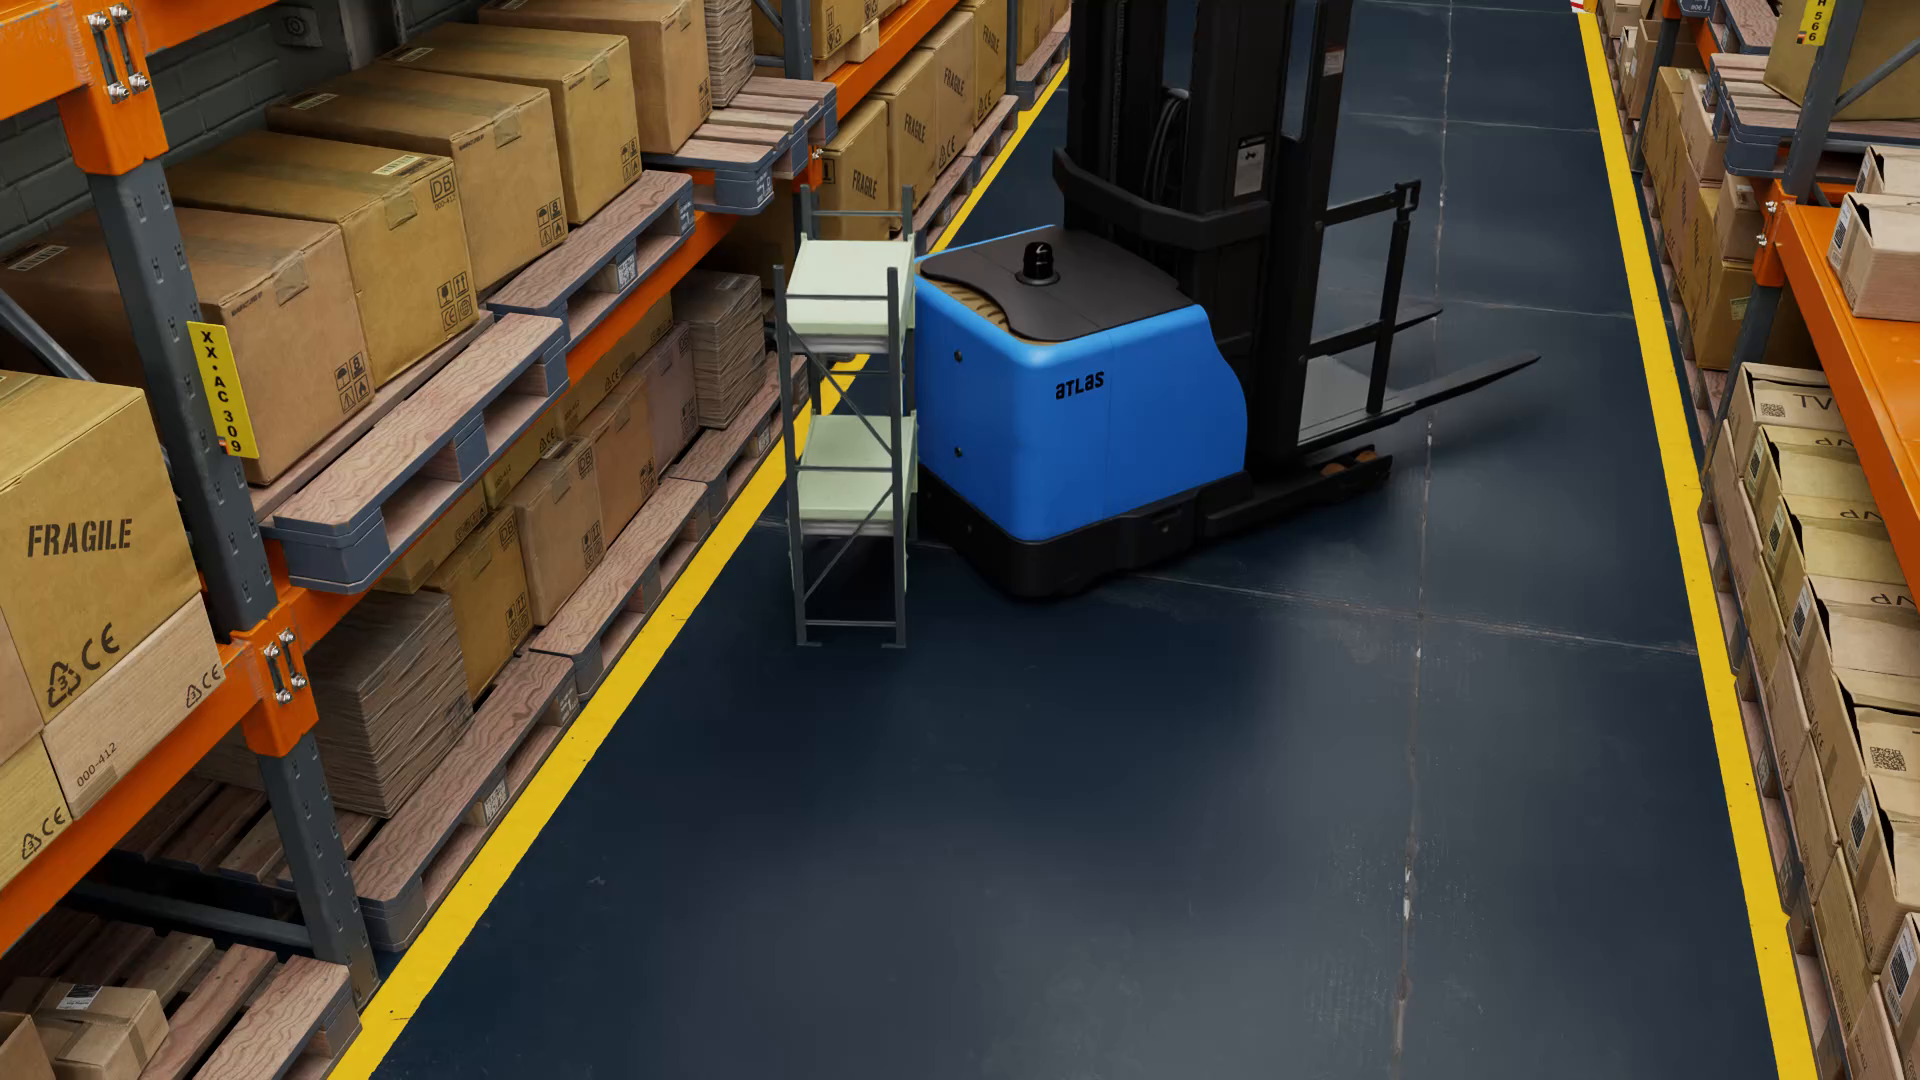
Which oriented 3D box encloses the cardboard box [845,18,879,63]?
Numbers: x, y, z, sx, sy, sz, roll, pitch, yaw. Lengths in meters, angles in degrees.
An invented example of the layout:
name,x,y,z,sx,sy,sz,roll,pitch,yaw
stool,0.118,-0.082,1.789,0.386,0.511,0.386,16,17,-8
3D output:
name,x,y,z,sx,sy,sz,roll,pitch,yaw
cardboard box,-0.607,-2.405,7.953,0.380,0.149,0.250,9,34,14

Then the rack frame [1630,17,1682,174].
name,x,y,z,sx,sy,sz,roll,pitch,yaw
rack frame,4.671,-3.511,9.477,1.000,3.000,0.127,8,33,12

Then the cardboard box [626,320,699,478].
name,x,y,z,sx,sy,sz,roll,pitch,yaw
cardboard box,-1.512,-0.606,6.828,0.700,0.500,0.500,8,33,12

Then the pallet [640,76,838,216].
name,x,y,z,sx,sy,sz,roll,pitch,yaw
pallet,-1.214,-1.642,6.716,1.213,0.211,1.003,8,33,12

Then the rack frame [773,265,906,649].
name,x,y,z,sx,sy,sz,roll,pitch,yaw
rack frame,-0.400,-0.241,5.731,0.400,1.500,0.023,1,32,2

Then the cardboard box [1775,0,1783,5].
name,x,y,z,sx,sy,sz,roll,pitch,yaw
cardboard box,4.283,-2.805,7.882,0.700,0.500,0.500,0,32,0

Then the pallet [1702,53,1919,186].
name,x,y,z,sx,sy,sz,roll,pitch,yaw
pallet,3.760,-1.715,6.831,1.213,0.211,1.003,8,33,12

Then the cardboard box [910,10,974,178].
name,x,y,z,sx,sy,sz,roll,pitch,yaw
cardboard box,-0.383,-2.637,9.714,0.750,0.750,0.750,9,34,14

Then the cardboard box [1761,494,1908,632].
name,x,y,z,sx,sy,sz,roll,pitch,yaw
cardboard box,2.983,0.081,5.475,0.500,0.311,0.500,7,33,11

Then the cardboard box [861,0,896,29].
name,x,y,z,sx,sy,sz,roll,pitch,yaw
cardboard box,-0.623,-2.772,7.925,0.500,0.500,0.500,9,34,14

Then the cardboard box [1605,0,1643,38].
name,x,y,z,sx,sy,sz,roll,pitch,yaw
cardboard box,5.020,-3.849,12.162,0.500,0.250,0.500,8,33,12

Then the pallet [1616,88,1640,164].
name,x,y,z,sx,sy,sz,roll,pitch,yaw
pallet,4.847,-2.690,10.785,1.003,0.211,1.213,8,33,12

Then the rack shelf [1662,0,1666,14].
name,x,y,z,sx,sy,sz,roll,pitch,yaw
rack shelf,5.179,-4.245,11.302,1.077,0.370,4.000,8,33,12

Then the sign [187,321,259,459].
name,x,y,z,sx,sy,sz,roll,pitch,yaw
sign,-1.624,-0.327,3.662,0.100,0.325,0.005,8,33,12

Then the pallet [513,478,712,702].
name,x,y,z,sx,sy,sz,roll,pitch,yaw
pallet,-1.647,0.106,6.387,1.003,0.211,1.213,8,33,12

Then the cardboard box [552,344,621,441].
name,x,y,z,sx,sy,sz,roll,pitch,yaw
cardboard box,-1.599,-0.619,6.149,0.500,0.250,0.500,8,33,12

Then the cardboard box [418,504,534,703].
name,x,y,z,sx,sy,sz,roll,pitch,yaw
cardboard box,-1.898,0.178,5.594,0.700,0.500,0.500,7,33,11

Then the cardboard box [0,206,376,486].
name,x,y,z,sx,sy,sz,roll,pitch,yaw
cardboard box,-1.989,-0.519,4.268,0.700,0.500,0.500,8,33,13

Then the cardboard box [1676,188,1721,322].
name,x,y,z,sx,sy,sz,roll,pitch,yaw
cardboard box,3.798,-1.352,8.000,0.500,0.500,0.500,7,33,11

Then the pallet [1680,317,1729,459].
name,x,y,z,sx,sy,sz,roll,pitch,yaw
pallet,3.882,-0.641,7.561,1.003,0.211,1.213,8,33,12

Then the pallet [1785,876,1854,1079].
name,x,y,z,sx,sy,sz,roll,pitch,yaw
pallet,2.790,1.430,4.304,1.003,0.211,1.213,8,33,12

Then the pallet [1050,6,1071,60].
name,x,y,z,sx,sy,sz,roll,pitch,yaw
pallet,0.455,-4.026,12.886,1.003,0.211,1.213,8,33,12

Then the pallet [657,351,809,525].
name,x,y,z,sx,sy,sz,roll,pitch,yaw
pallet,-1.336,-0.526,7.380,1.003,0.211,1.213,8,33,12

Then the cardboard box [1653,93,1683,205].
name,x,y,z,sx,sy,sz,roll,pitch,yaw
cardboard box,4.188,-2.145,9.249,0.500,0.500,0.500,8,33,13

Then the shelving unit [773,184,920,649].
name,x,y,z,sx,sy,sz,roll,pitch,yaw
shelving unit,-0.386,-0.437,6.040,0.431,1.500,0.755,1,32,2

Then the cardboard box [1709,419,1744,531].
name,x,y,z,sx,sy,sz,roll,pitch,yaw
cardboard box,3.239,-0.220,6.472,0.500,0.250,0.500,8,33,12

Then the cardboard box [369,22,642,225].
name,x,y,z,sx,sy,sz,roll,pitch,yaw
cardboard box,-1.540,-1.441,5.717,0.700,0.500,0.500,8,33,12

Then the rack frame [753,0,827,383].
name,x,y,z,sx,sy,sz,roll,pitch,yaw
rack frame,-1.136,-2.108,7.269,1.000,3.000,0.127,8,33,12

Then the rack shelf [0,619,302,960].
name,x,y,z,sx,sy,sz,roll,pitch,yaw
rack shelf,-2.659,1.310,2.565,1.077,0.370,4.000,8,33,12

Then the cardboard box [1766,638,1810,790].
name,x,y,z,sx,sy,sz,roll,pitch,yaw
cardboard box,2.856,0.577,5.217,0.500,0.250,0.500,9,33,13

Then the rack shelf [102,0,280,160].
name,x,y,z,sx,sy,sz,roll,pitch,yaw
rack shelf,-1.644,-2.032,5.025,1.077,0.370,4.000,8,33,12

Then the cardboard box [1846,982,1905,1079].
name,x,y,z,sx,sy,sz,roll,pitch,yaw
cardboard box,2.466,1.369,3.972,0.500,0.250,0.500,8,33,12

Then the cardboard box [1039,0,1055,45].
name,x,y,z,sx,sy,sz,roll,pitch,yaw
cardboard box,0.299,-3.940,12.090,0.700,0.500,0.500,8,33,12

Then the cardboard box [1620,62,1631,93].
name,x,y,z,sx,sy,sz,roll,pitch,yaw
cardboard box,4.579,-3.030,10.968,0.380,0.149,0.250,8,33,12

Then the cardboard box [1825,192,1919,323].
name,x,y,z,sx,sy,sz,roll,pitch,yaw
cardboard box,3.242,-0.960,5.547,0.500,0.311,0.500,8,33,12

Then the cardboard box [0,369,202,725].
name,x,y,z,sx,sy,sz,roll,pitch,yaw
cardboard box,-1.972,-0.006,3.386,0.500,0.500,0.500,8,33,12

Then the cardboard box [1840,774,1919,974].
name,x,y,z,sx,sy,sz,roll,pitch,yaw
cardboard box,2.593,0.867,4.239,0.500,0.311,0.500,9,34,14

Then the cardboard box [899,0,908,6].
name,x,y,z,sx,sy,sz,roll,pitch,yaw
cardboard box,-0.450,-2.947,8.805,0.380,0.149,0.250,8,33,13

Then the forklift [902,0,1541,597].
name,x,y,z,sx,sy,sz,roll,pitch,yaw
forklift,1.232,-1.613,6.555,3.031,2.935,1.130,-19,37,-27

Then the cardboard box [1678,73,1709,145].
name,x,y,z,sx,sy,sz,roll,pitch,yaw
cardboard box,4.059,-2.221,8.669,0.500,0.250,0.500,8,33,12

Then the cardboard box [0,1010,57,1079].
name,x,y,z,sx,sy,sz,roll,pitch,yaw
cardboard box,-2.376,1.381,3.701,0.500,0.500,0.500,6,33,9
